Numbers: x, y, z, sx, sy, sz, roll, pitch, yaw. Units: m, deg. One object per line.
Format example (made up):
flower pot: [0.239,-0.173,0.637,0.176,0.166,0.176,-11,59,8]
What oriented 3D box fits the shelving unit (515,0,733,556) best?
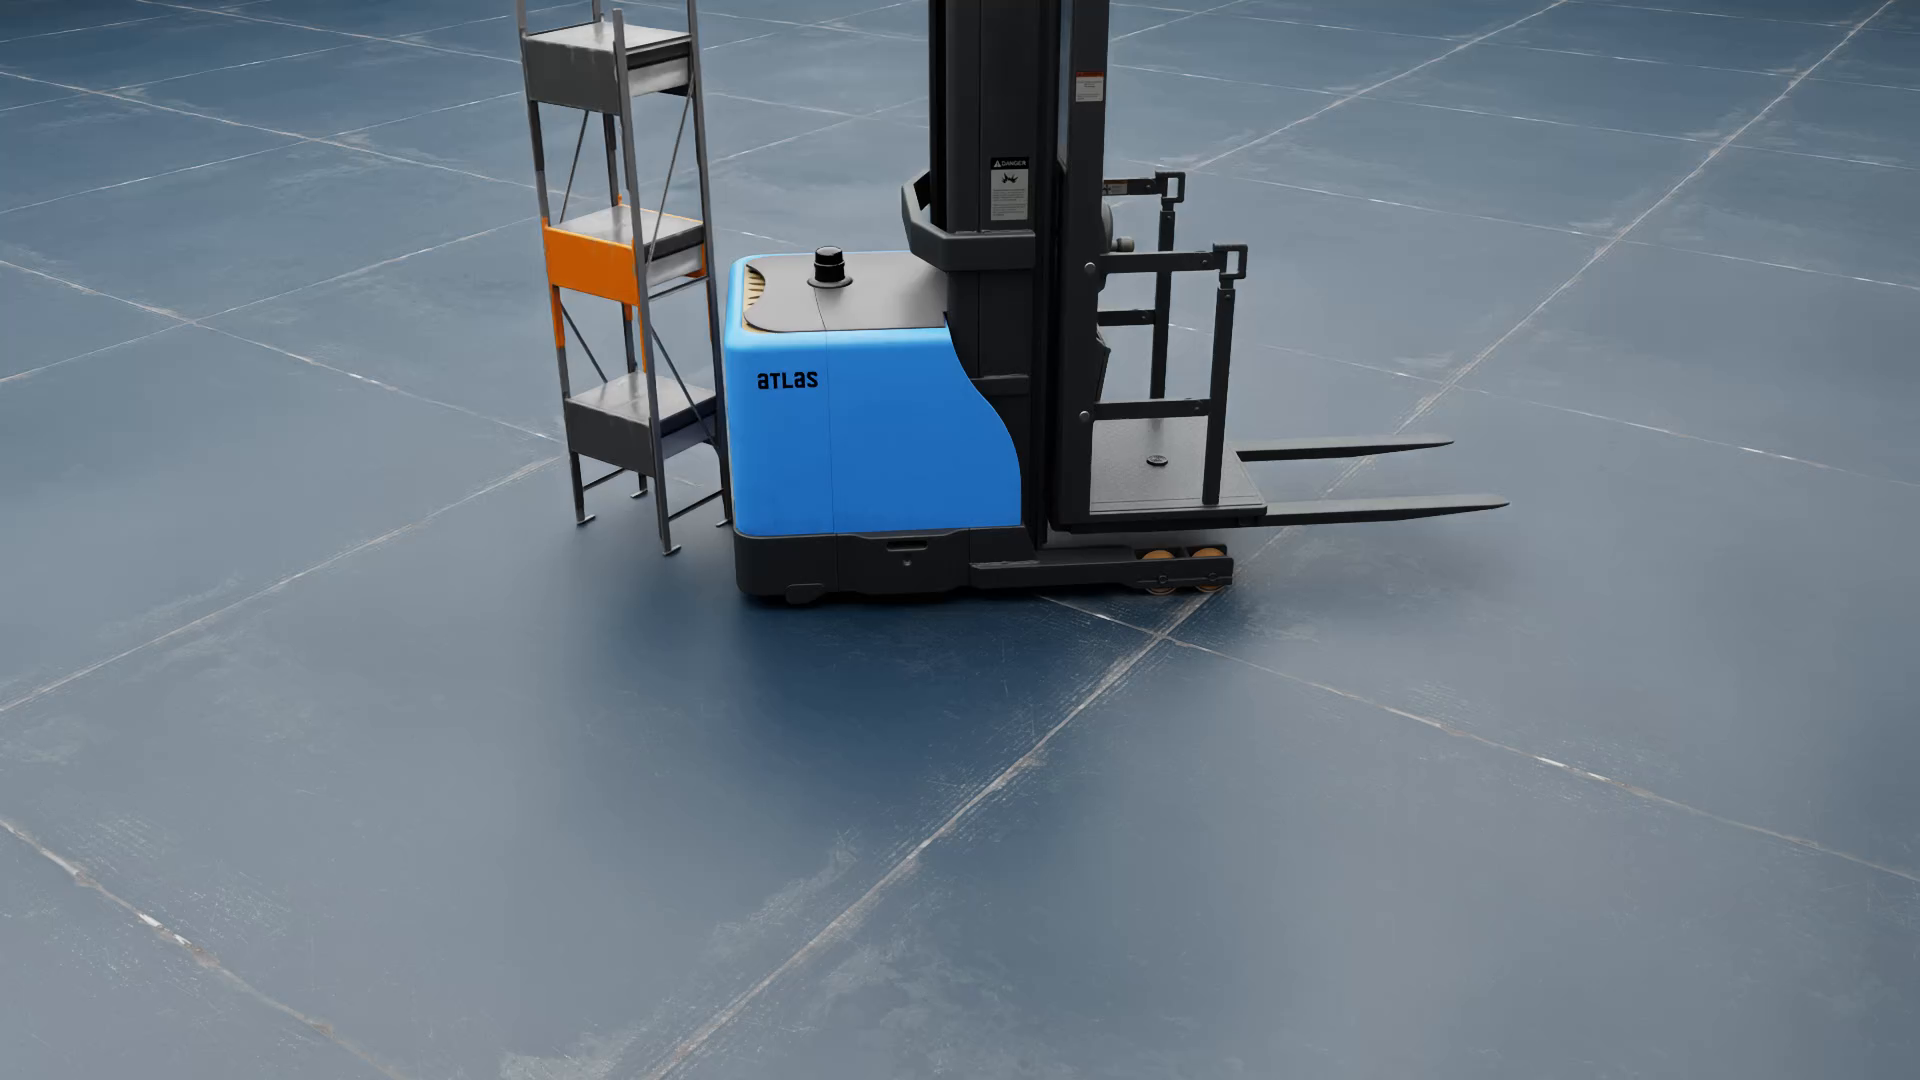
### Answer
shelving unit: [-1.266,-1.010,6.417,0.503,2.100,0.431,17,32,31]

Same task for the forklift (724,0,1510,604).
forklift: [0.625,-1.334,6.140,3.031,2.935,1.130,-3,27,-5]

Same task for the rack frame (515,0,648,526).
rack frame: [-1.466,-1.073,6.542,0.015,2.100,0.400,17,32,31]

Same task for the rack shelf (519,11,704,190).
rack shelf: [-1.268,-1.622,6.107,0.480,0.518,0.431,17,32,31]

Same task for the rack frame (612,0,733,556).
rack frame: [-1.066,-0.947,6.293,0.015,2.100,0.400,17,32,31]

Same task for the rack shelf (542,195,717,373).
rack shelf: [-1.266,-0.998,6.424,0.480,0.518,0.431,17,32,31]

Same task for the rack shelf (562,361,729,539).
rack shelf: [-1.264,-0.373,6.740,0.480,0.518,0.431,17,32,31]
